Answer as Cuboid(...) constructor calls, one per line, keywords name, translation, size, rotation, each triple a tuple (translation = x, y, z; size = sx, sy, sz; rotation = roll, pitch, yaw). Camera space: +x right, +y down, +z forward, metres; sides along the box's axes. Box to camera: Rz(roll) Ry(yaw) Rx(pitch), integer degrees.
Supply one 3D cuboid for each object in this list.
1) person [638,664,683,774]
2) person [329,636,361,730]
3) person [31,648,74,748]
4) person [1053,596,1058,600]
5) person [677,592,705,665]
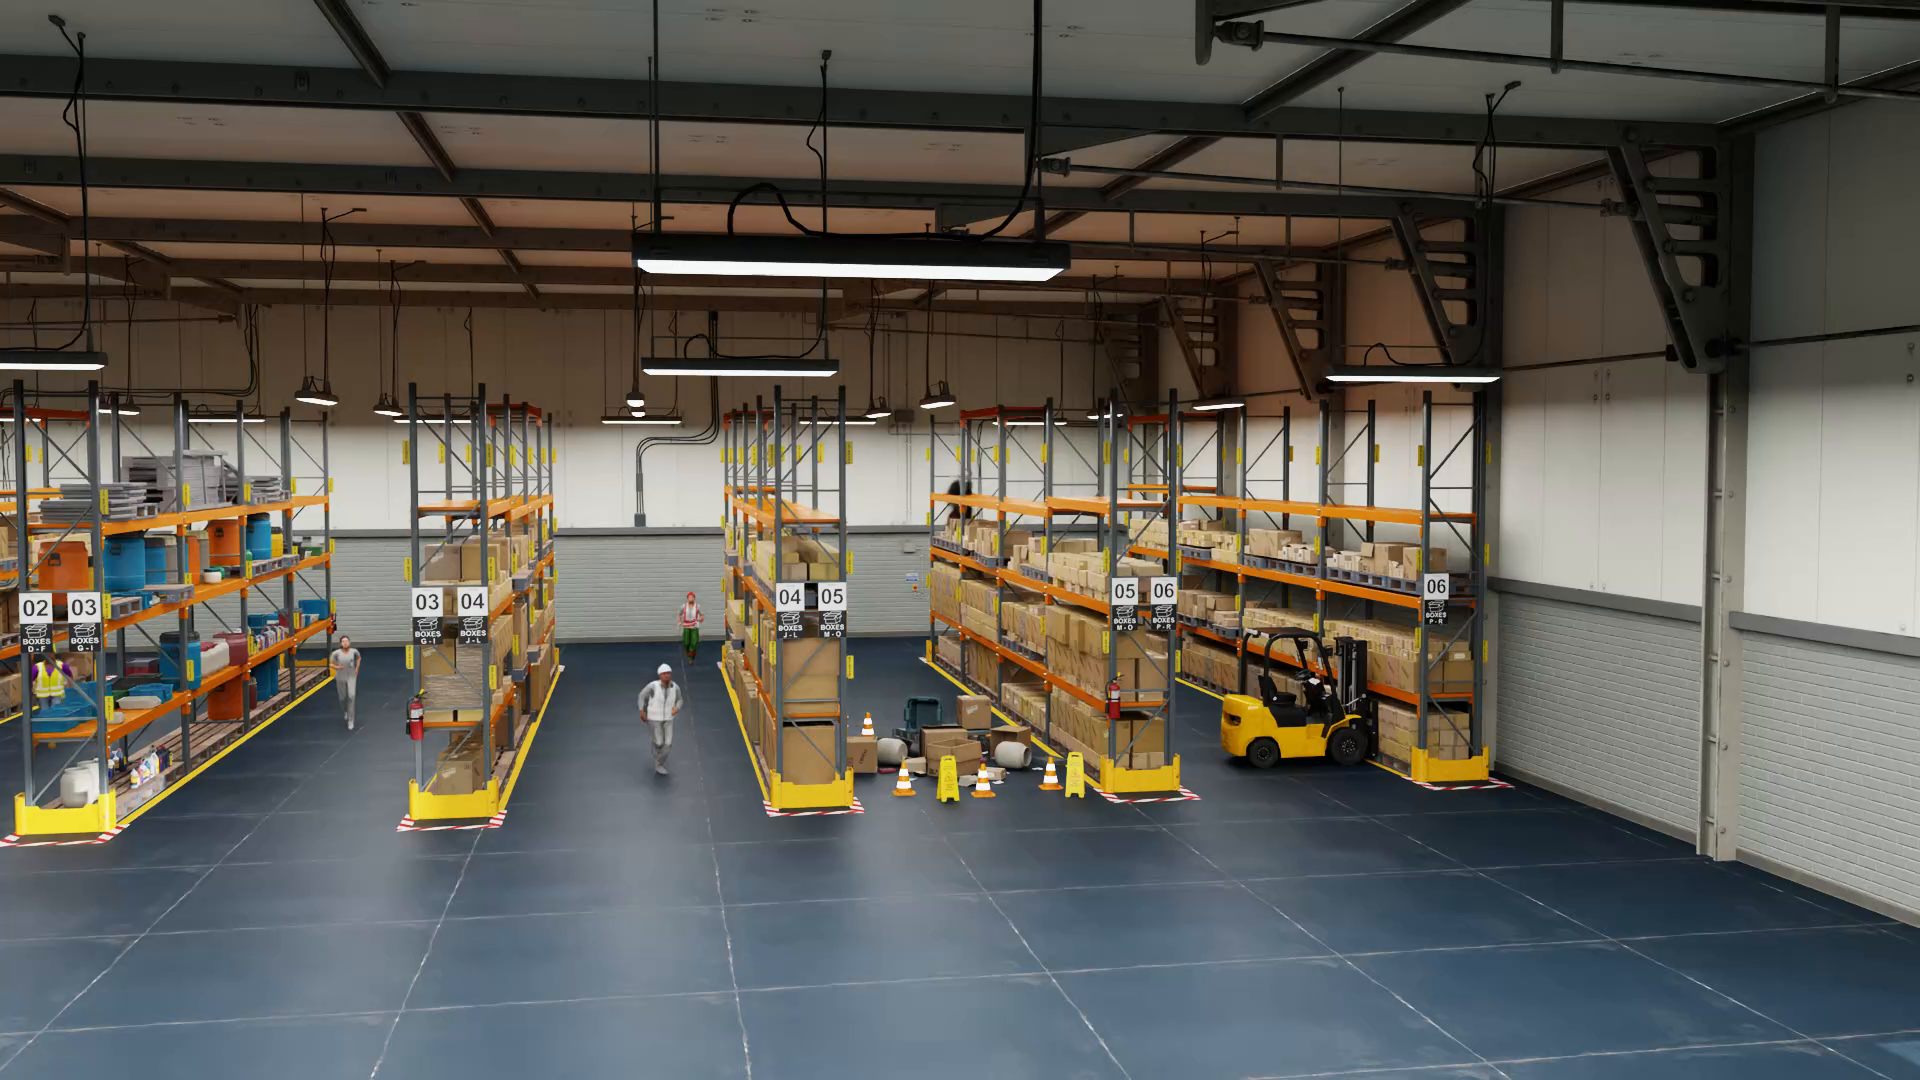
Cuboid(name="person", translation=(-4.723, 2.824, 26.320), size=(0.693, 1.730, 0.681), rotation=(-1, 3, -24))
Cuboid(name="person", translation=(-11.404, 2.617, 30.839), size=(0.534, 1.709, 1.009), rotation=(-1, 3, -16))
Cuboid(name="person", translation=(-15.705, 2.699, 28.730), size=(0.710, 1.737, 0.627), rotation=(-2, 3, -28))
Cuboid(name="person", translation=(2.065, 2.083, 36.653), size=(0.718, 1.738, 0.590), rotation=(-1, 3, -11))
Cuboid(name="person", translation=(-6.448, 2.119, 39.867), size=(0.657, 1.740, 0.597), rotation=(0, 3, -9))
